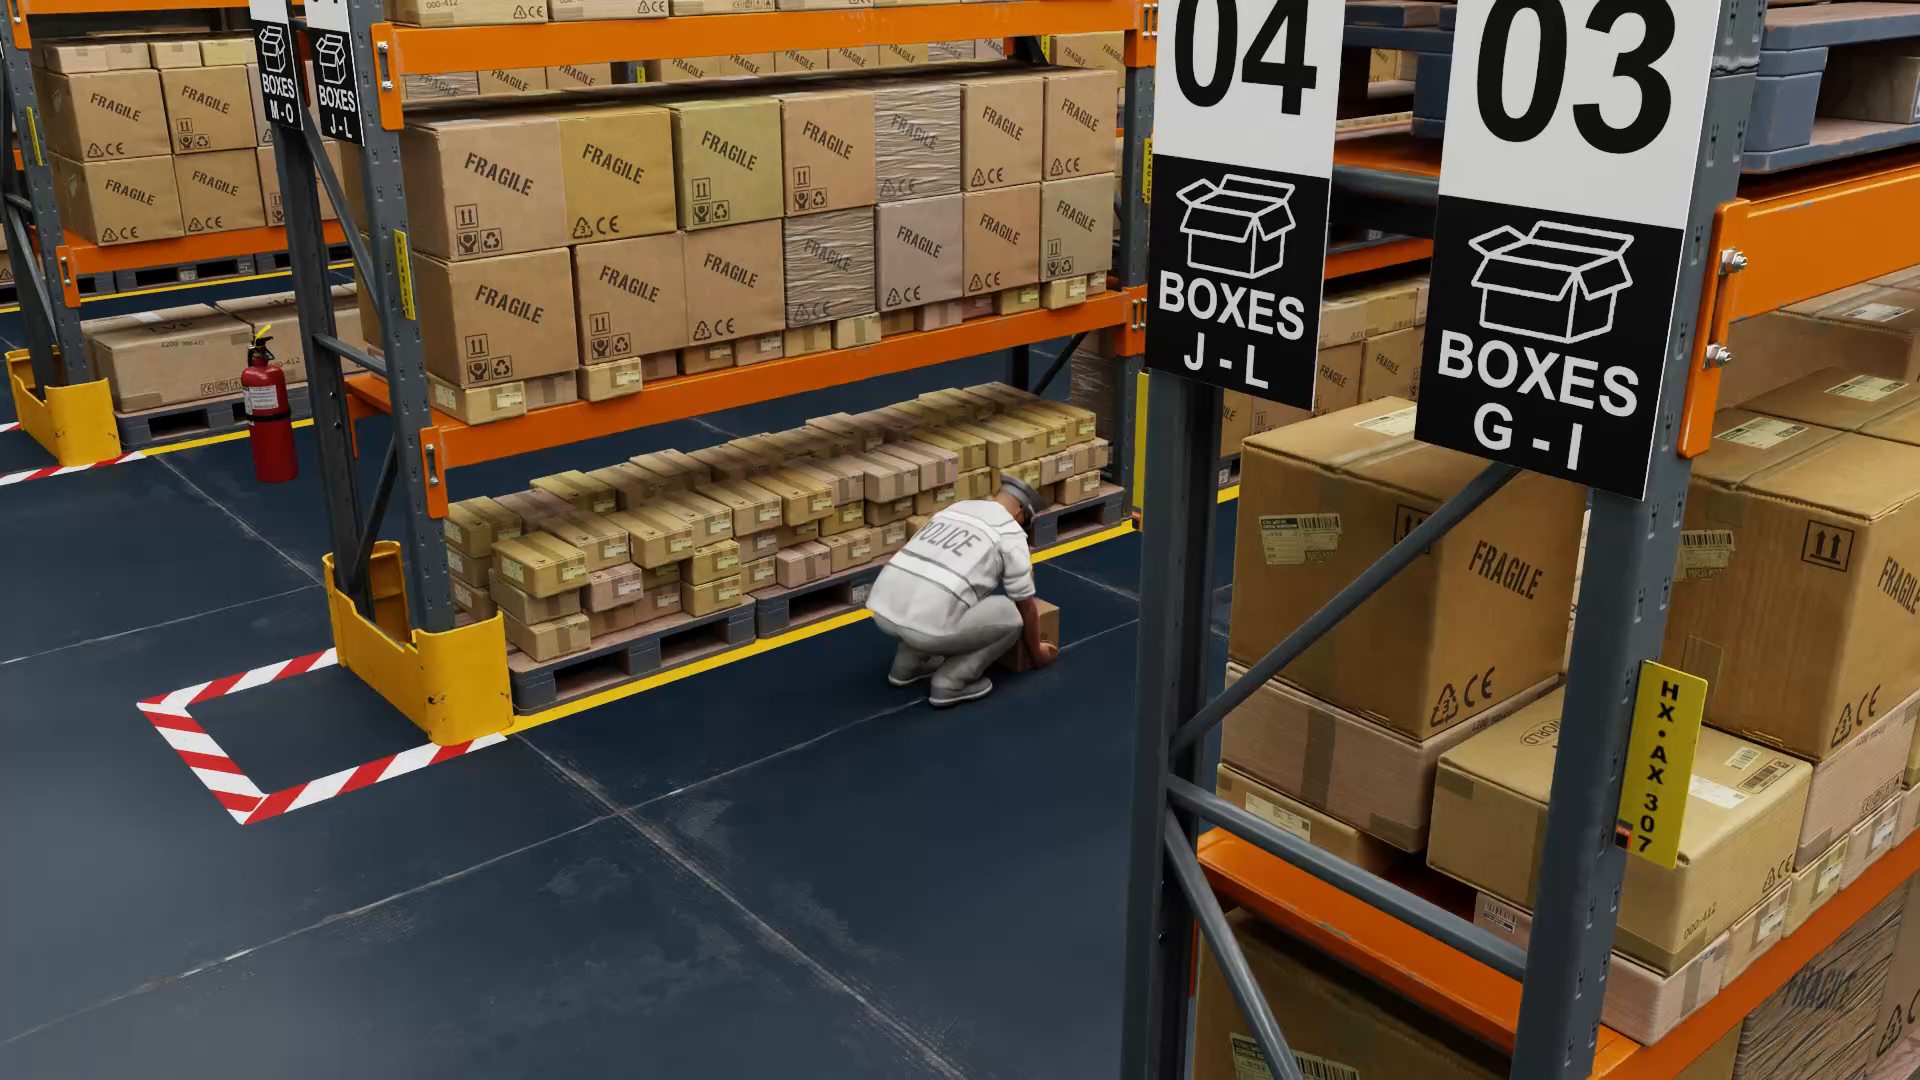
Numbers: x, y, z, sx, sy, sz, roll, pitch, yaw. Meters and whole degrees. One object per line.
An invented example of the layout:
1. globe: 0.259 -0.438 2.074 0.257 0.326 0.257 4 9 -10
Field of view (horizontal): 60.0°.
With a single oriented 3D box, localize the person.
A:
1. person: 0.030 0.226 7.296 0.968 0.901 0.548 -18 27 -39
